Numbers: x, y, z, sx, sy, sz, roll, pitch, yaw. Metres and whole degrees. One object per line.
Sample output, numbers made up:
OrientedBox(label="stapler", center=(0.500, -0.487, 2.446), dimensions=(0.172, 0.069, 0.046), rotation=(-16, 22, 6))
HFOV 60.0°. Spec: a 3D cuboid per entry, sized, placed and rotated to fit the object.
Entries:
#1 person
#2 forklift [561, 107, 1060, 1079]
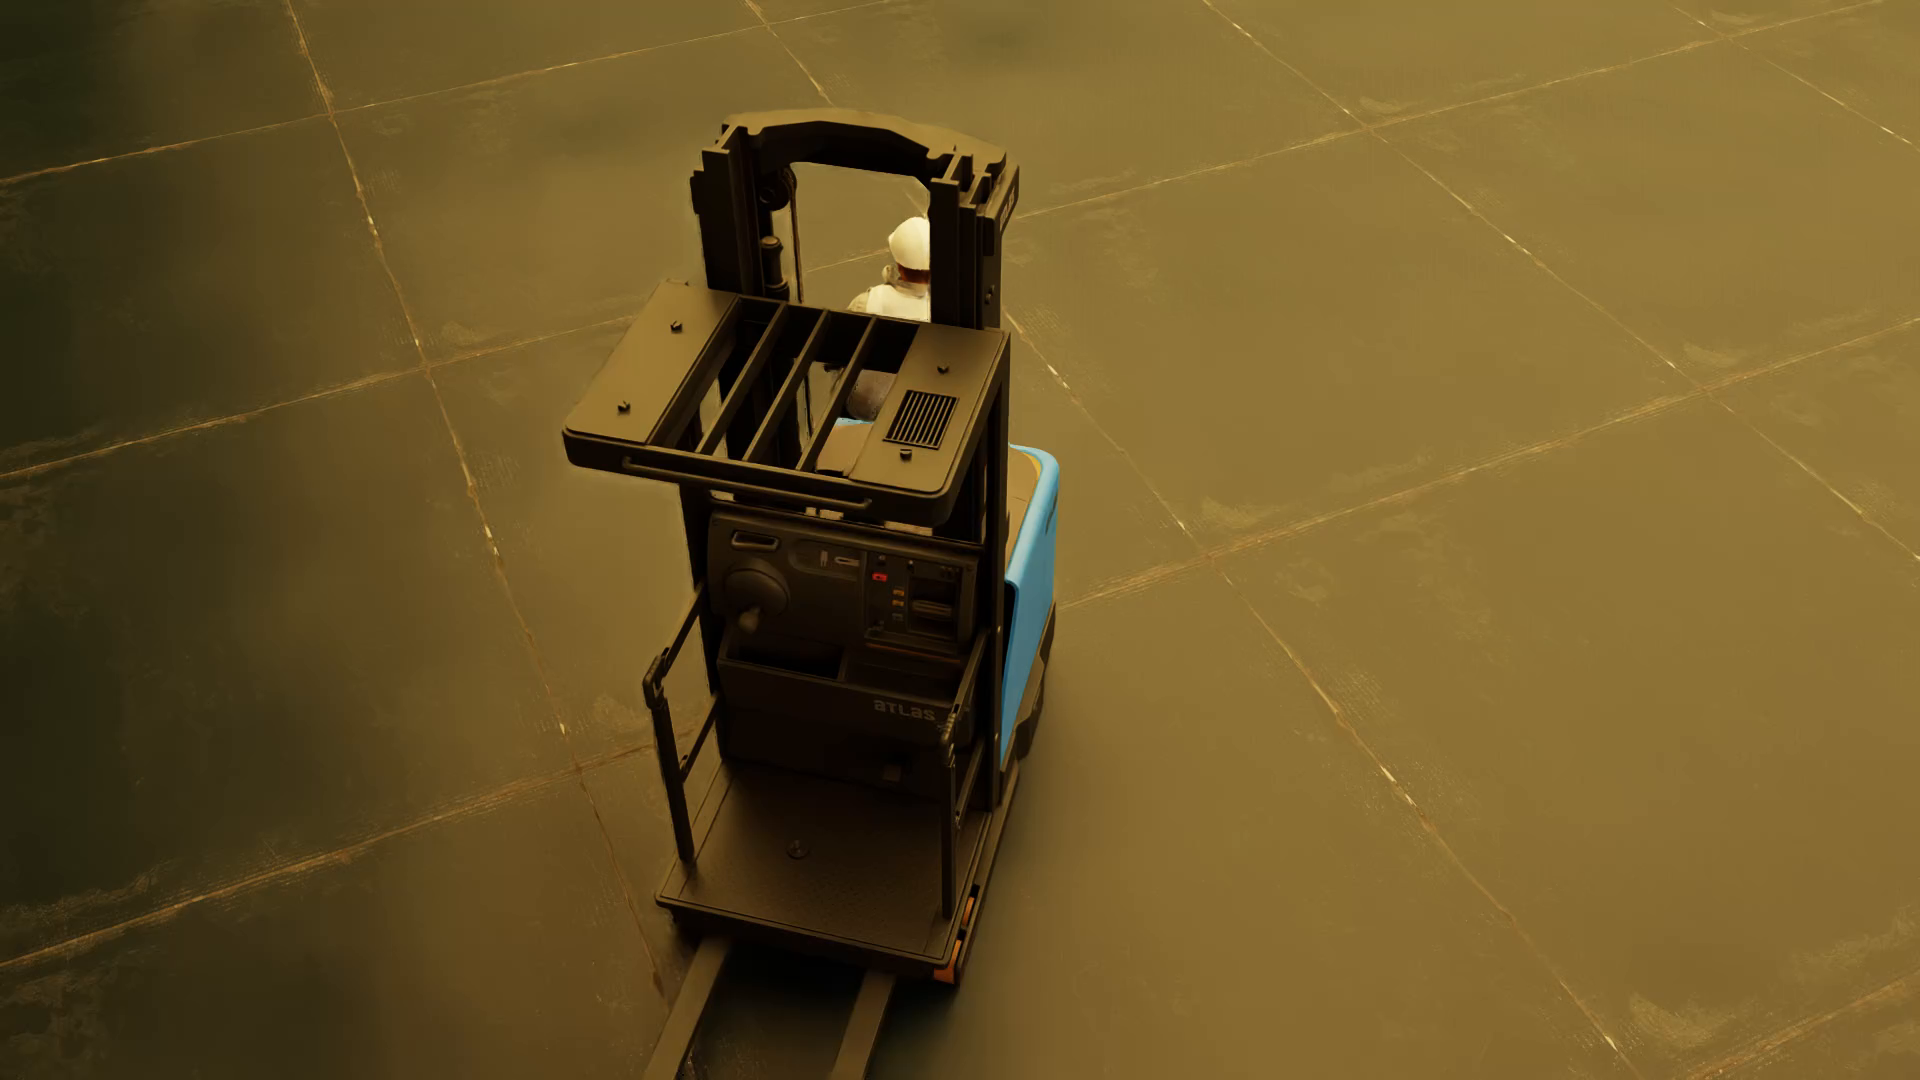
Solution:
OrientedBox(label="person", center=(-0.234, -0.804, 7.498), dimensions=(0.778, 1.644, 0.695), rotation=(-8, 44, -9))
OrientedBox(label="forklift", center=(-0.452, 0.250, 5.412), dimensions=(1.130, 2.935, 3.031), rotation=(10, 44, 11))
